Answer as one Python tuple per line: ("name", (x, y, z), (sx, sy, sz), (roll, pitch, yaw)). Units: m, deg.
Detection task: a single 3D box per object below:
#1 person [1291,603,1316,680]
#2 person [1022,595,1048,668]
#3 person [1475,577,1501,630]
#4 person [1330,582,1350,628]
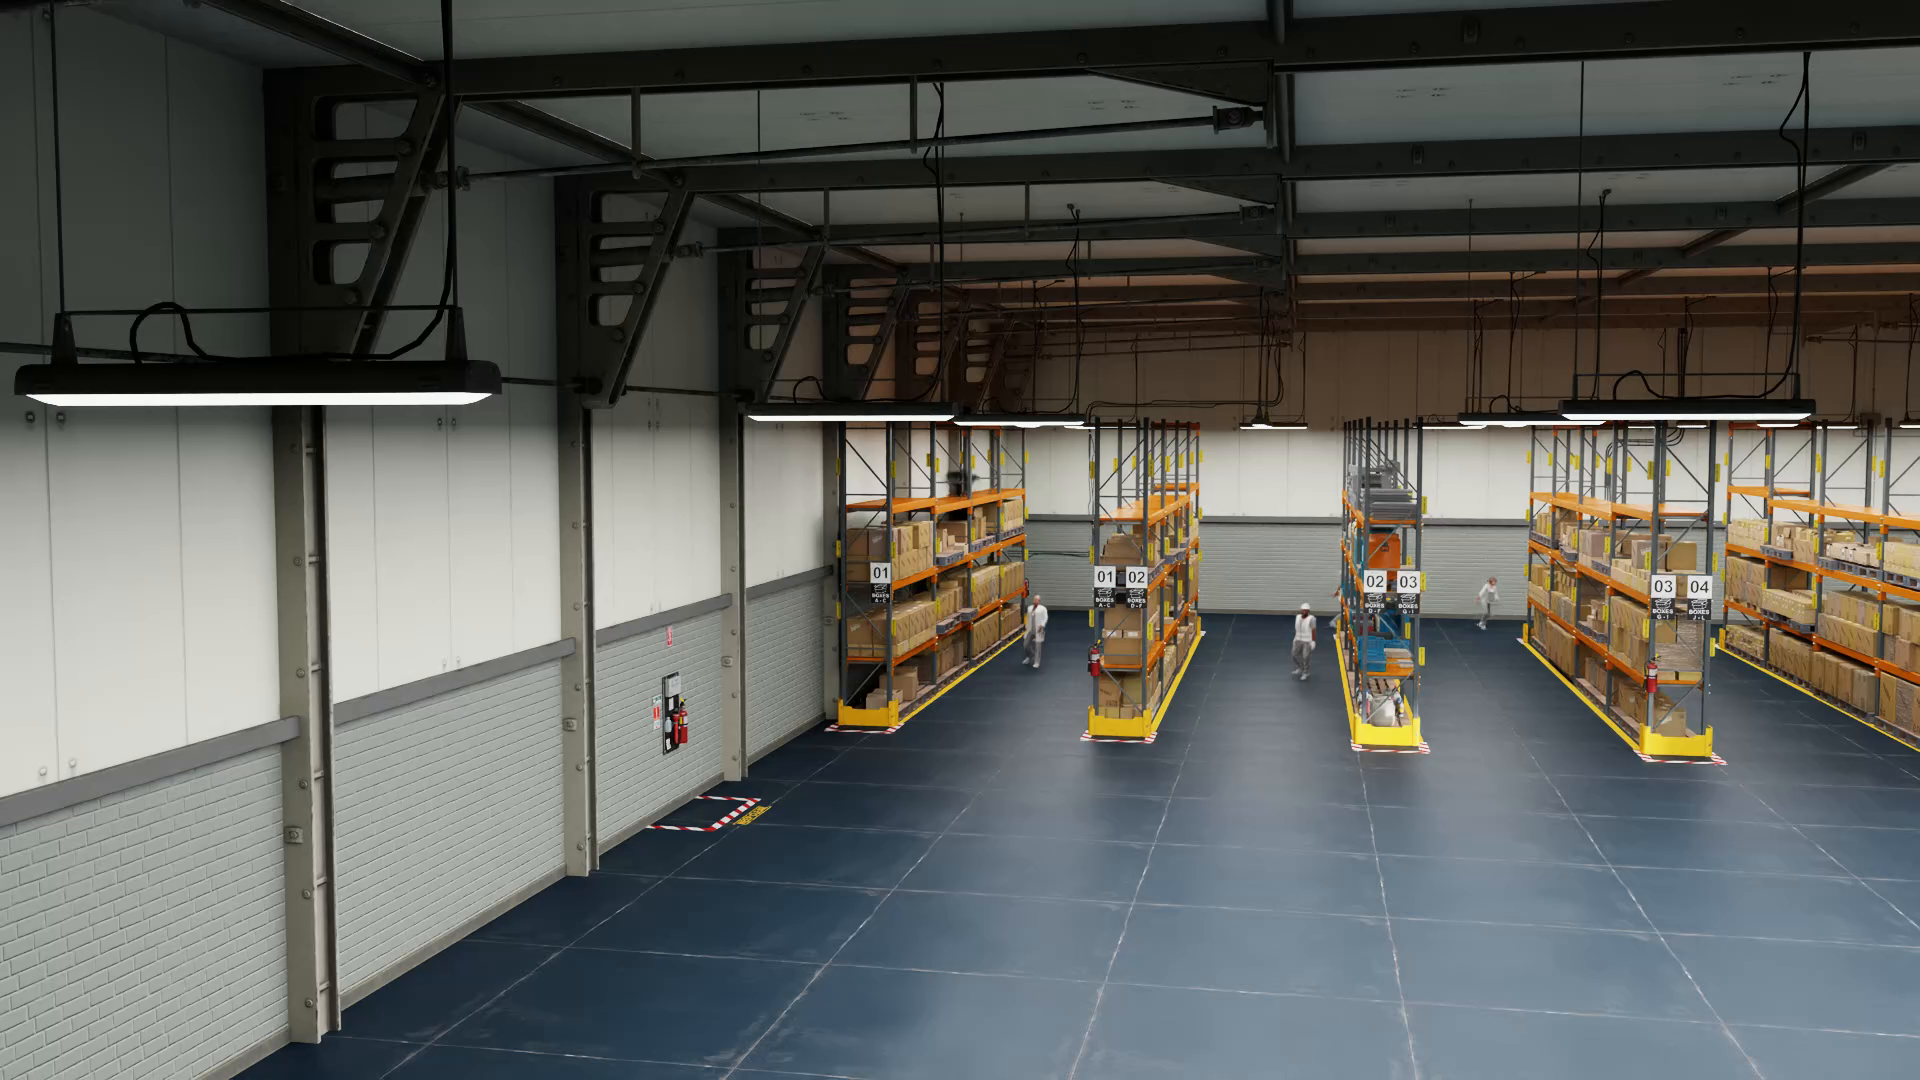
("person", (7.960, 2.346, 38.450), (0.655, 1.801, 0.462), (4, 5, 44))
("person", (1.801, 2.226, 40.393), (0.730, 1.764, 0.753), (2, 4, 23))
("person", (15.303, 1.837, 48.166), (0.558, 1.558, 0.591), (-1, 4, -19))
("person", (11.298, 1.790, 48.181), (1.136, 1.539, 0.667), (3, 5, 38))
